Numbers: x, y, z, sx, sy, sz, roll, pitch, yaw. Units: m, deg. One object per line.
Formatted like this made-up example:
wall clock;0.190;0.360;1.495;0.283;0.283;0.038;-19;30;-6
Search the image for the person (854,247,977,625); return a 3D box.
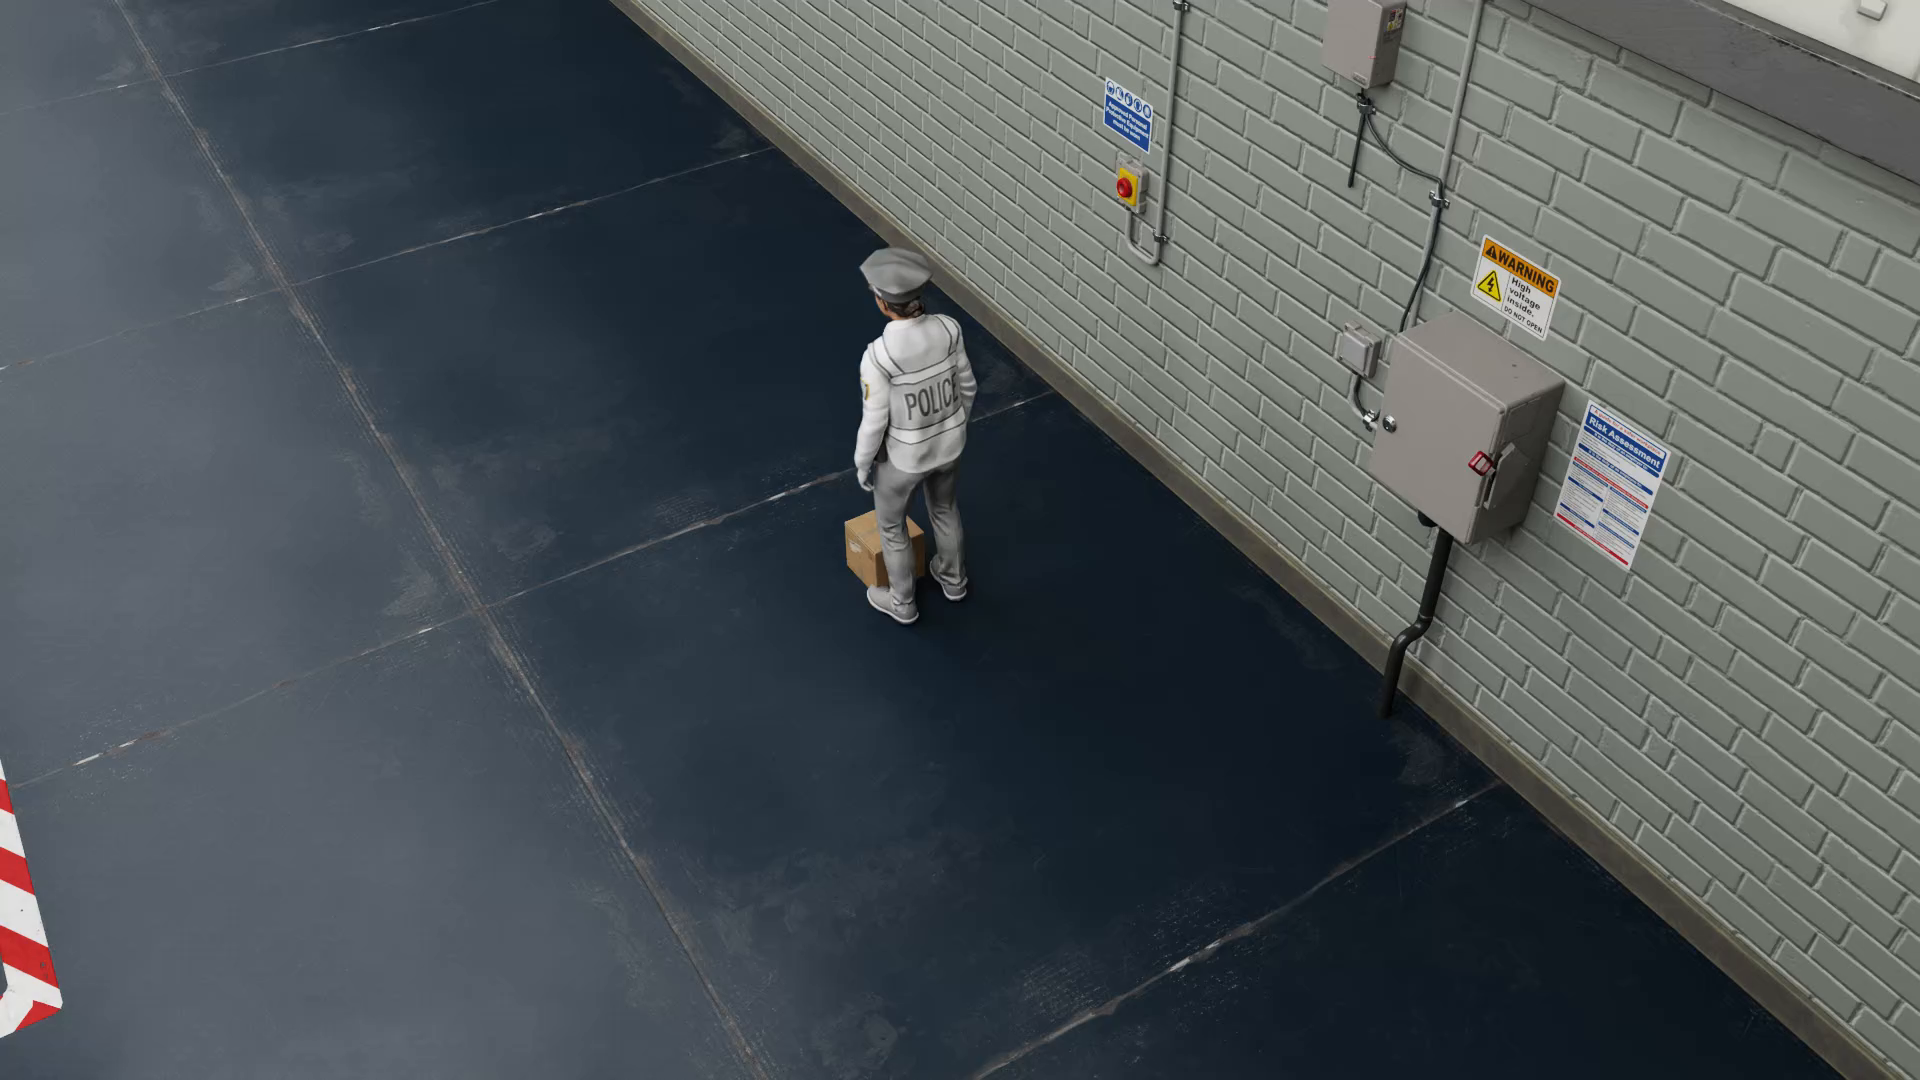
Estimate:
person;-0.181;-0.364;6.574;0.531;1.662;0.371;-25;47;-26
